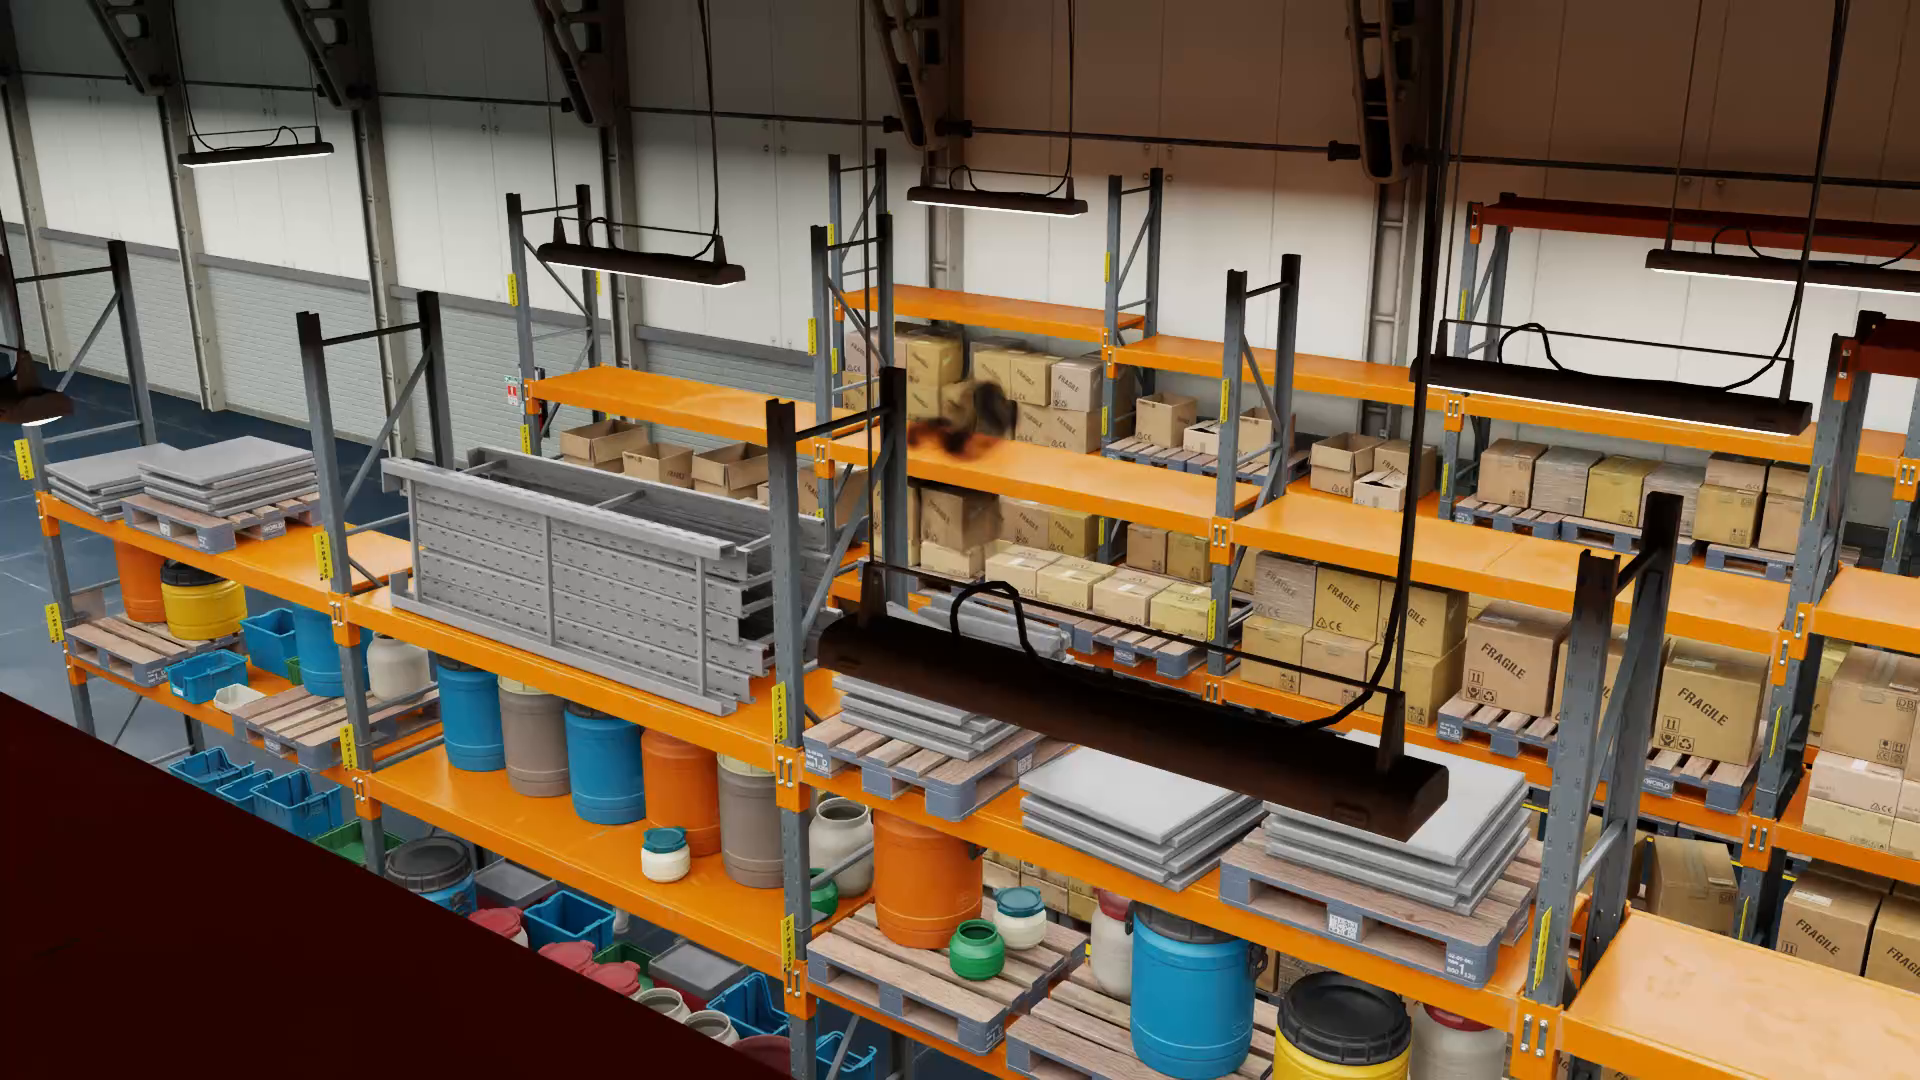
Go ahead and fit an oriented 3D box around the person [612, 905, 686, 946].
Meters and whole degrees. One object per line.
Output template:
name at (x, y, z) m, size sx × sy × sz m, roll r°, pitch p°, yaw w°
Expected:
person at (-2.664, 2.623, 13.909) m, size 0.910 × 1.700 × 0.607 m, roll 11°, pitch 21°, yaw 29°
